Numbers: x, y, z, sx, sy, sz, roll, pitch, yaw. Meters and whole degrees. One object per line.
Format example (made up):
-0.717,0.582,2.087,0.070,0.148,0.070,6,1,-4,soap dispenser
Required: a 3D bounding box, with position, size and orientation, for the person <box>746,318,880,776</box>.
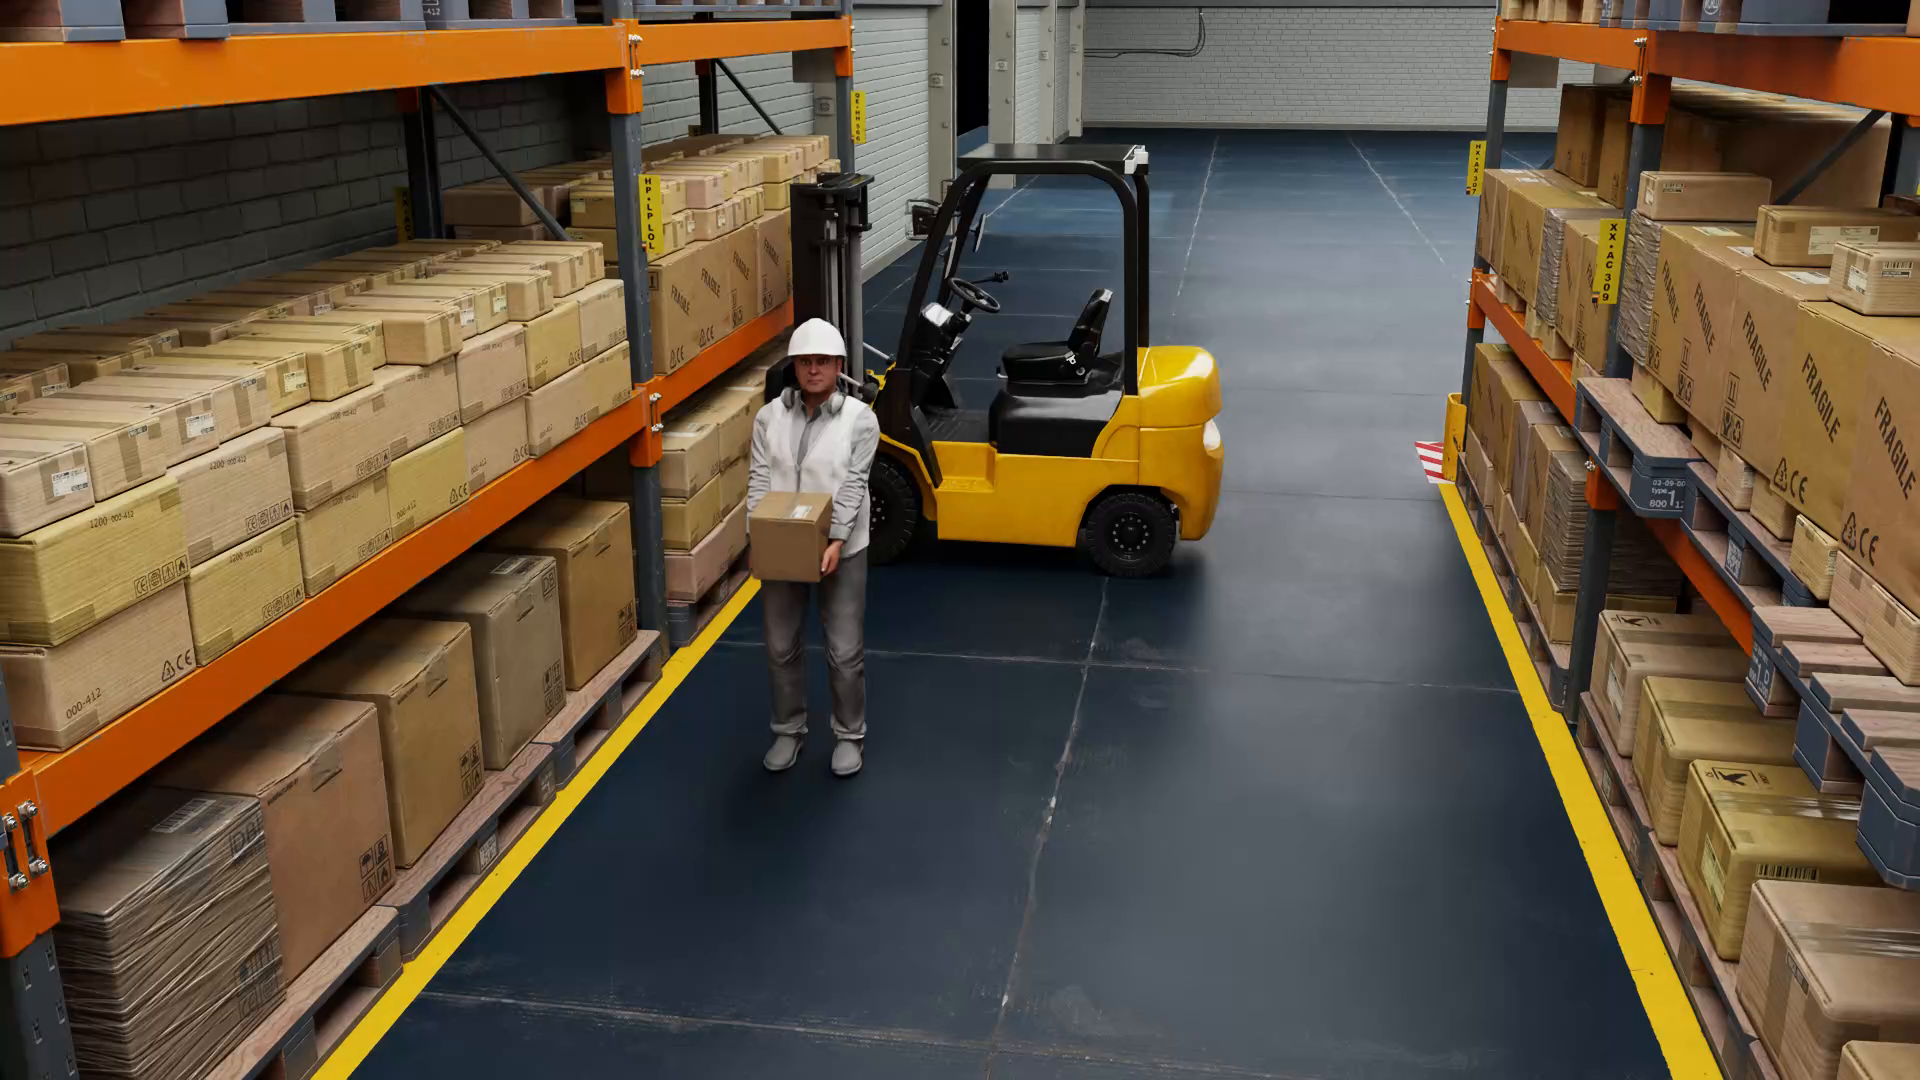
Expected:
-0.565,0.060,6.335,0.494,1.767,0.545,3,18,10,person
